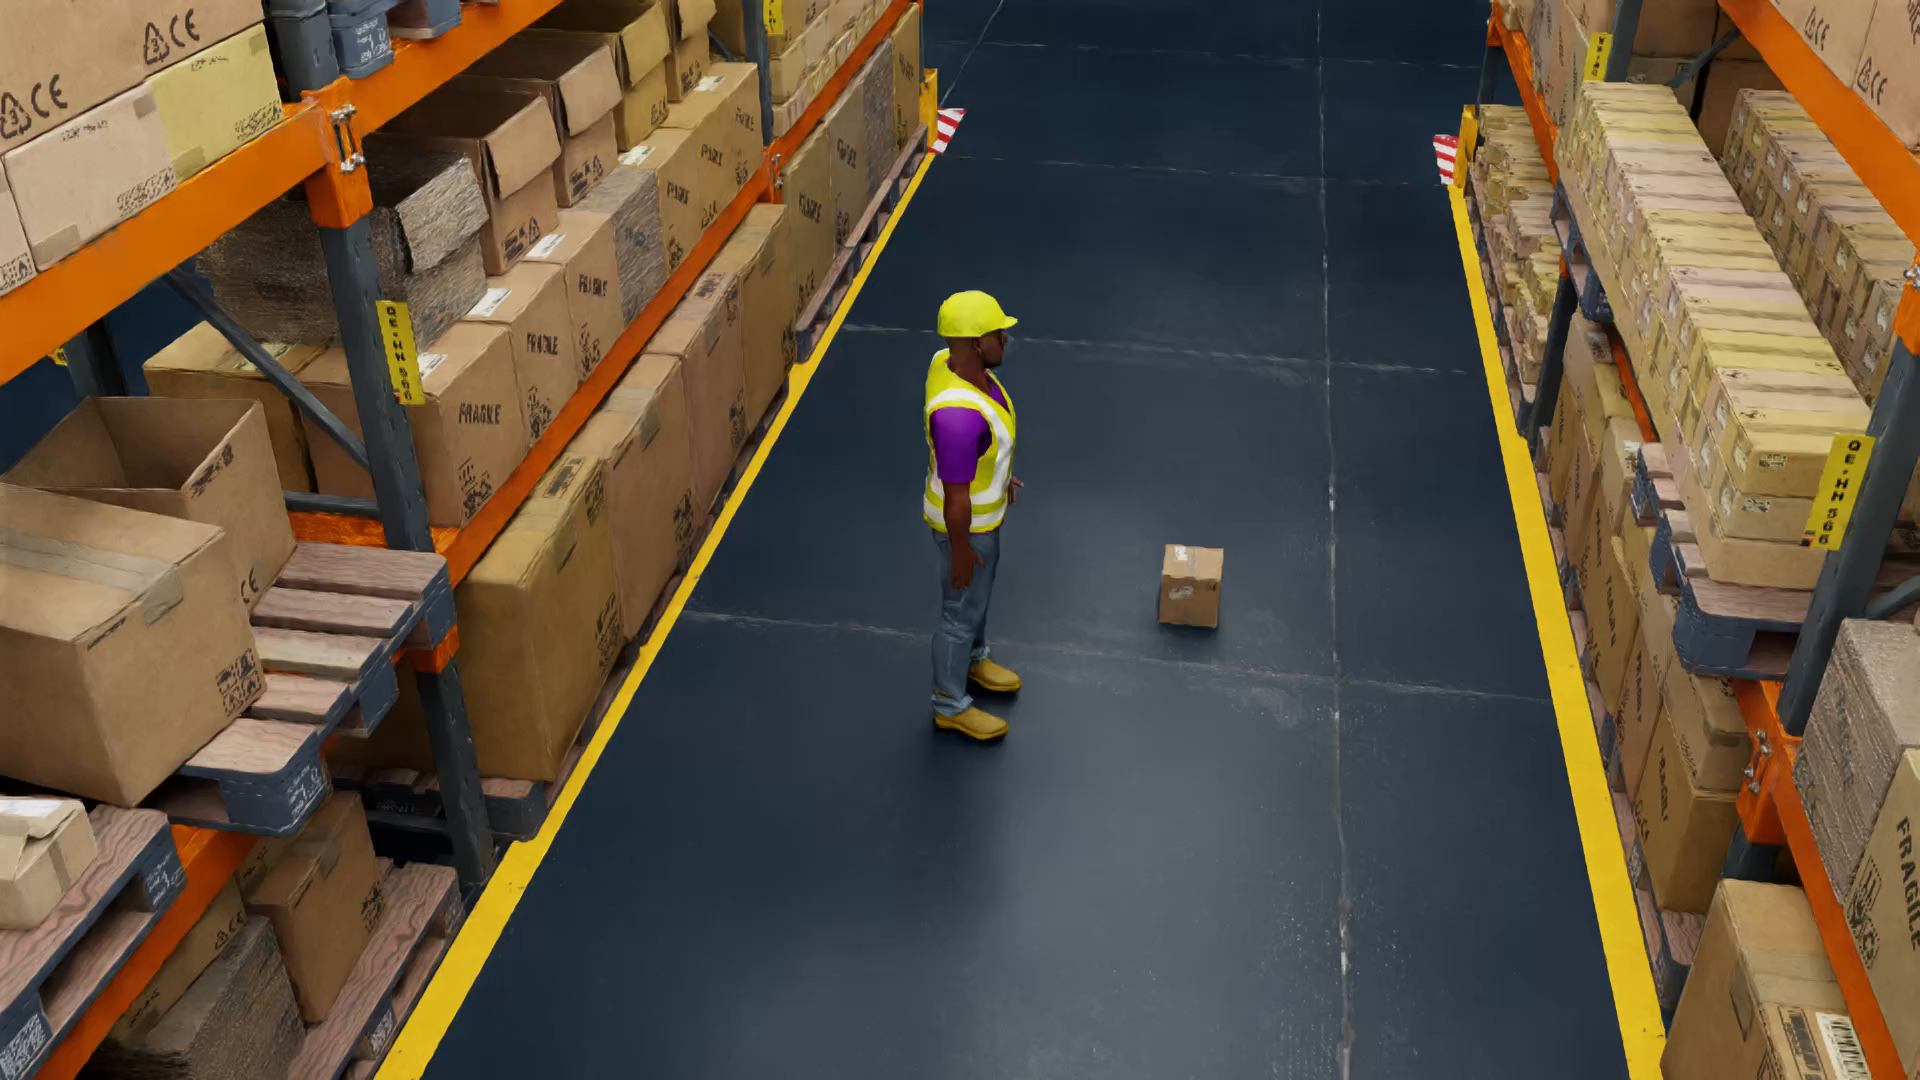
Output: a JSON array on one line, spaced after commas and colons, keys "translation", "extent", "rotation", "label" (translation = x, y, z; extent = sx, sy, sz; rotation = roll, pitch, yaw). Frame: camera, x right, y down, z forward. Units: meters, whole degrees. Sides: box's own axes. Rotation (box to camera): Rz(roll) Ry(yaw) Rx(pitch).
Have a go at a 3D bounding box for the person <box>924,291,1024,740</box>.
[{"translation": [0.052, -0.108, 6.239], "extent": [0.385, 1.772, 0.627], "rotation": [2, 32, 3], "label": "person"}]
